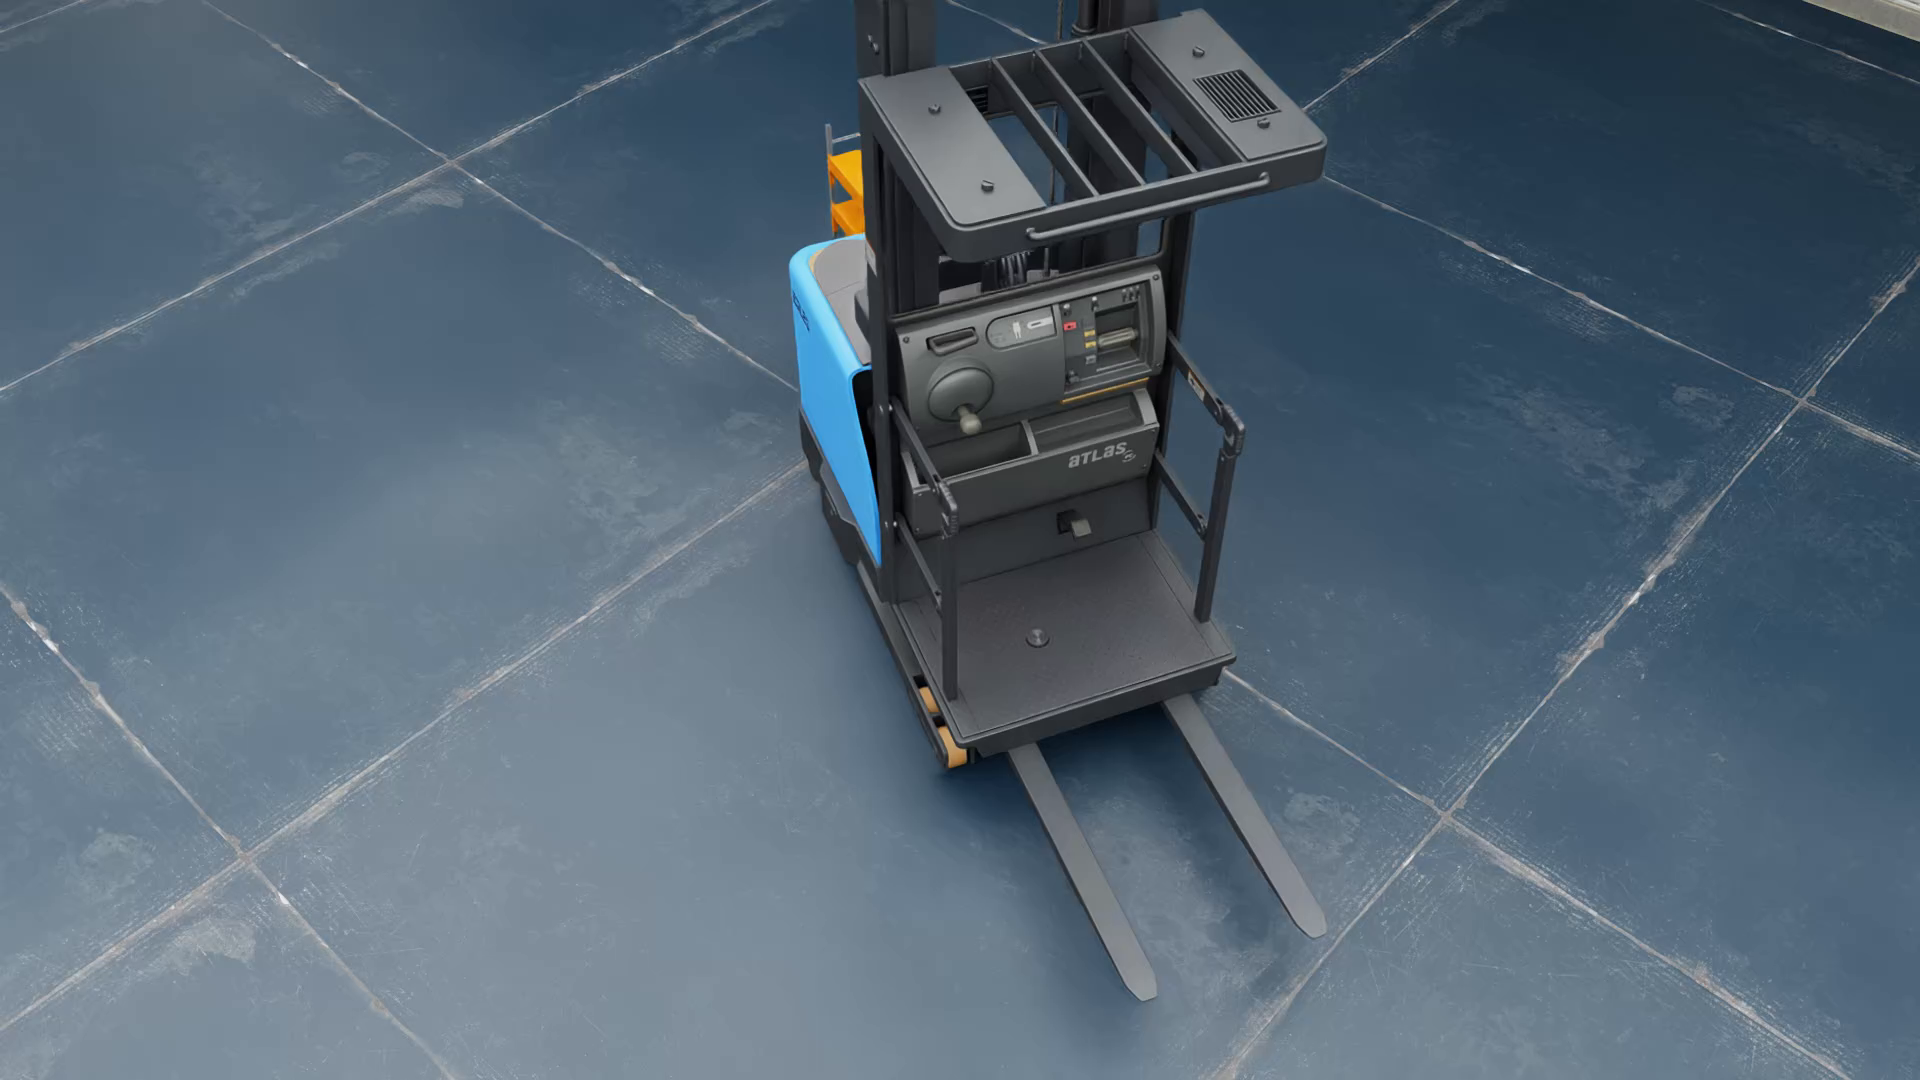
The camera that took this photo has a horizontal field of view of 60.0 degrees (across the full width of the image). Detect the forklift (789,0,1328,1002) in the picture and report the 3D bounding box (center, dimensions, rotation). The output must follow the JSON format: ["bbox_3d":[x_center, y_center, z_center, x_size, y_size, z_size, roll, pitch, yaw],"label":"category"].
[{"bbox_3d":[0.328,-0.523,5.339,1.130,2.935,3.031,-16,49,-14],"label":"forklift"}]

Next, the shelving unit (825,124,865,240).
[{"bbox_3d":[-0.330,-1.163,7.123,0.258,1.200,0.503,-20,49,-18],"label":"shelving unit"}]

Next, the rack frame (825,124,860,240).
[{"bbox_3d":[-0.442,-1.319,7.273,0.240,1.200,0.015,-20,49,-18],"label":"rack frame"}]

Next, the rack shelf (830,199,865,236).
[{"bbox_3d":[-0.330,-1.271,7.010,0.258,0.148,0.480,-20,49,-18],"label":"rack shelf"}]

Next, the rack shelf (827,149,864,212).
[{"bbox_3d":[-0.330,-1.435,6.839,0.258,0.148,0.480,-20,49,-18],"label":"rack shelf"}]
